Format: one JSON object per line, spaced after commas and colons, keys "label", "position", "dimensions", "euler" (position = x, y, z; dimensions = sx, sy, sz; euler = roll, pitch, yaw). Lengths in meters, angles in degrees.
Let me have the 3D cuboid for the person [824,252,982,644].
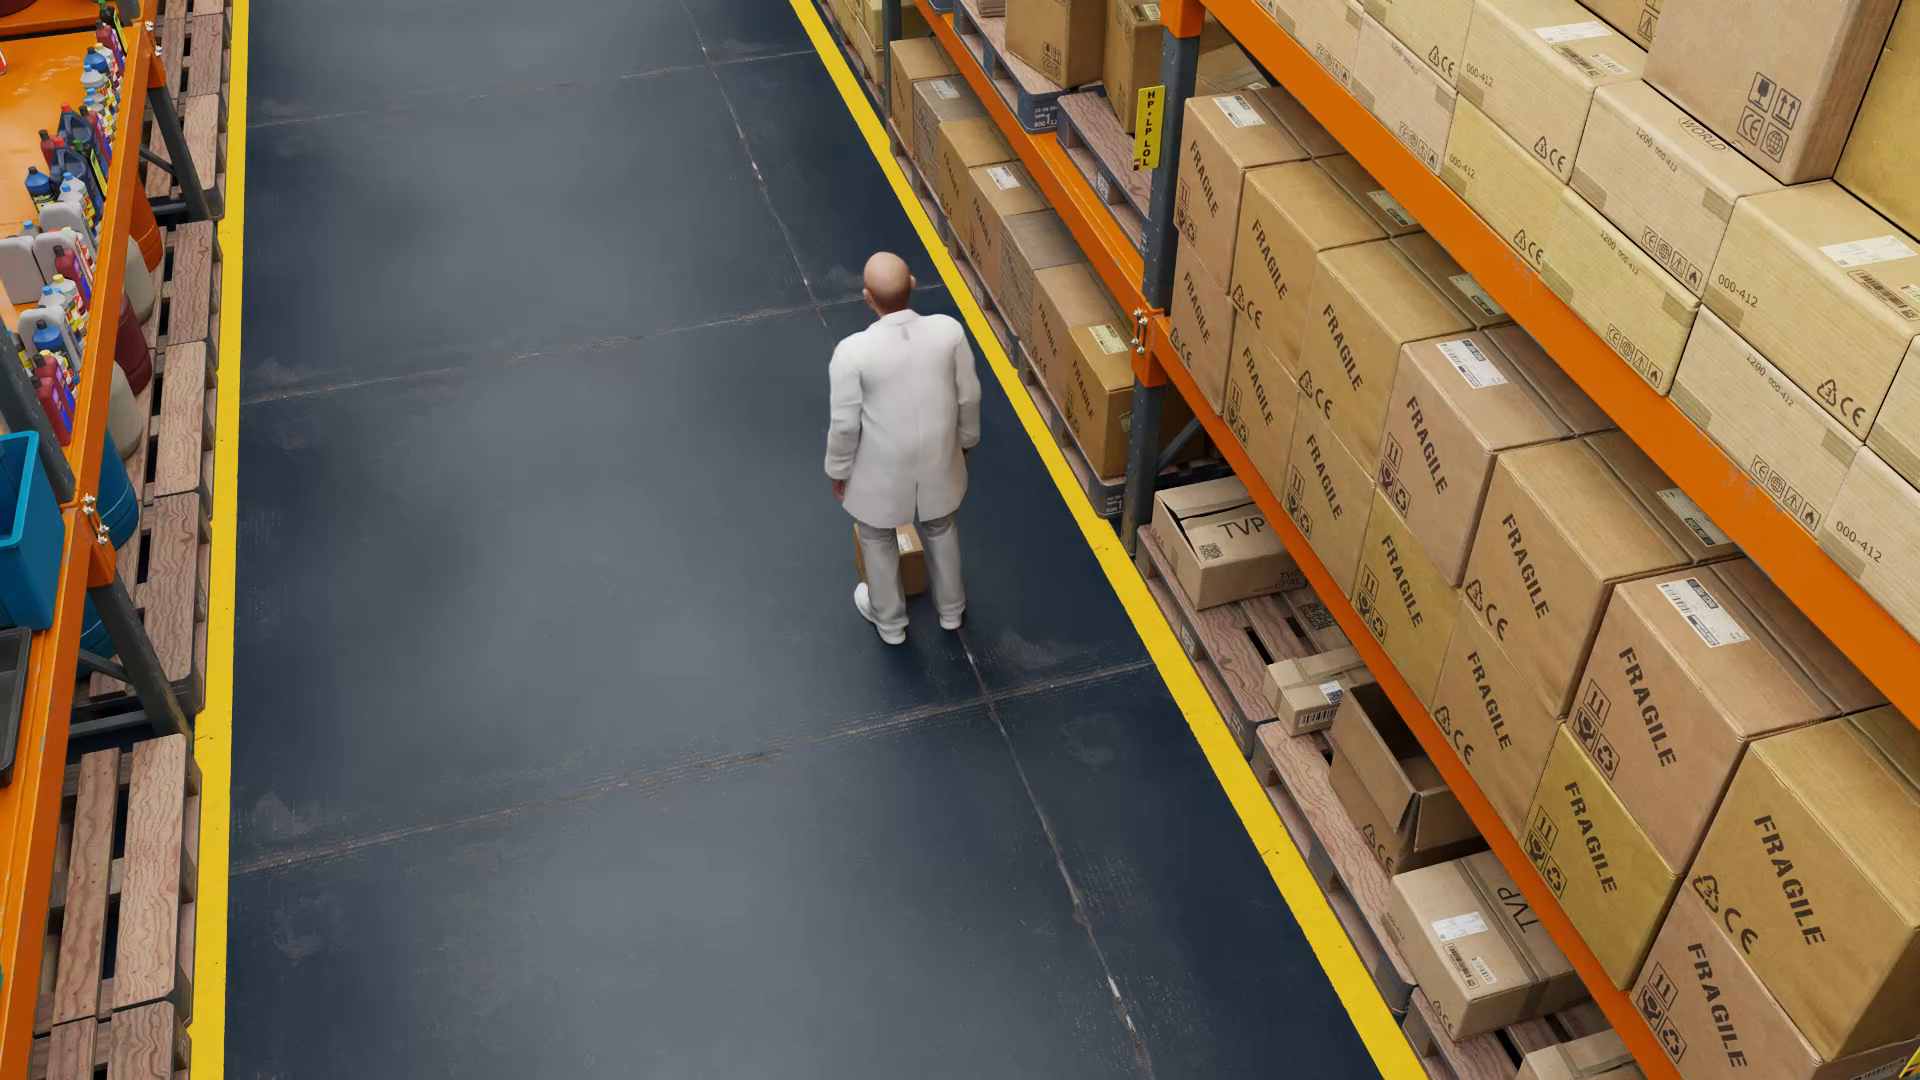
{"label": "person", "position": [-0.226, -0.334, 6.548], "dimensions": [0.643, 1.772, 0.429], "euler": [-14, 43, -15]}
